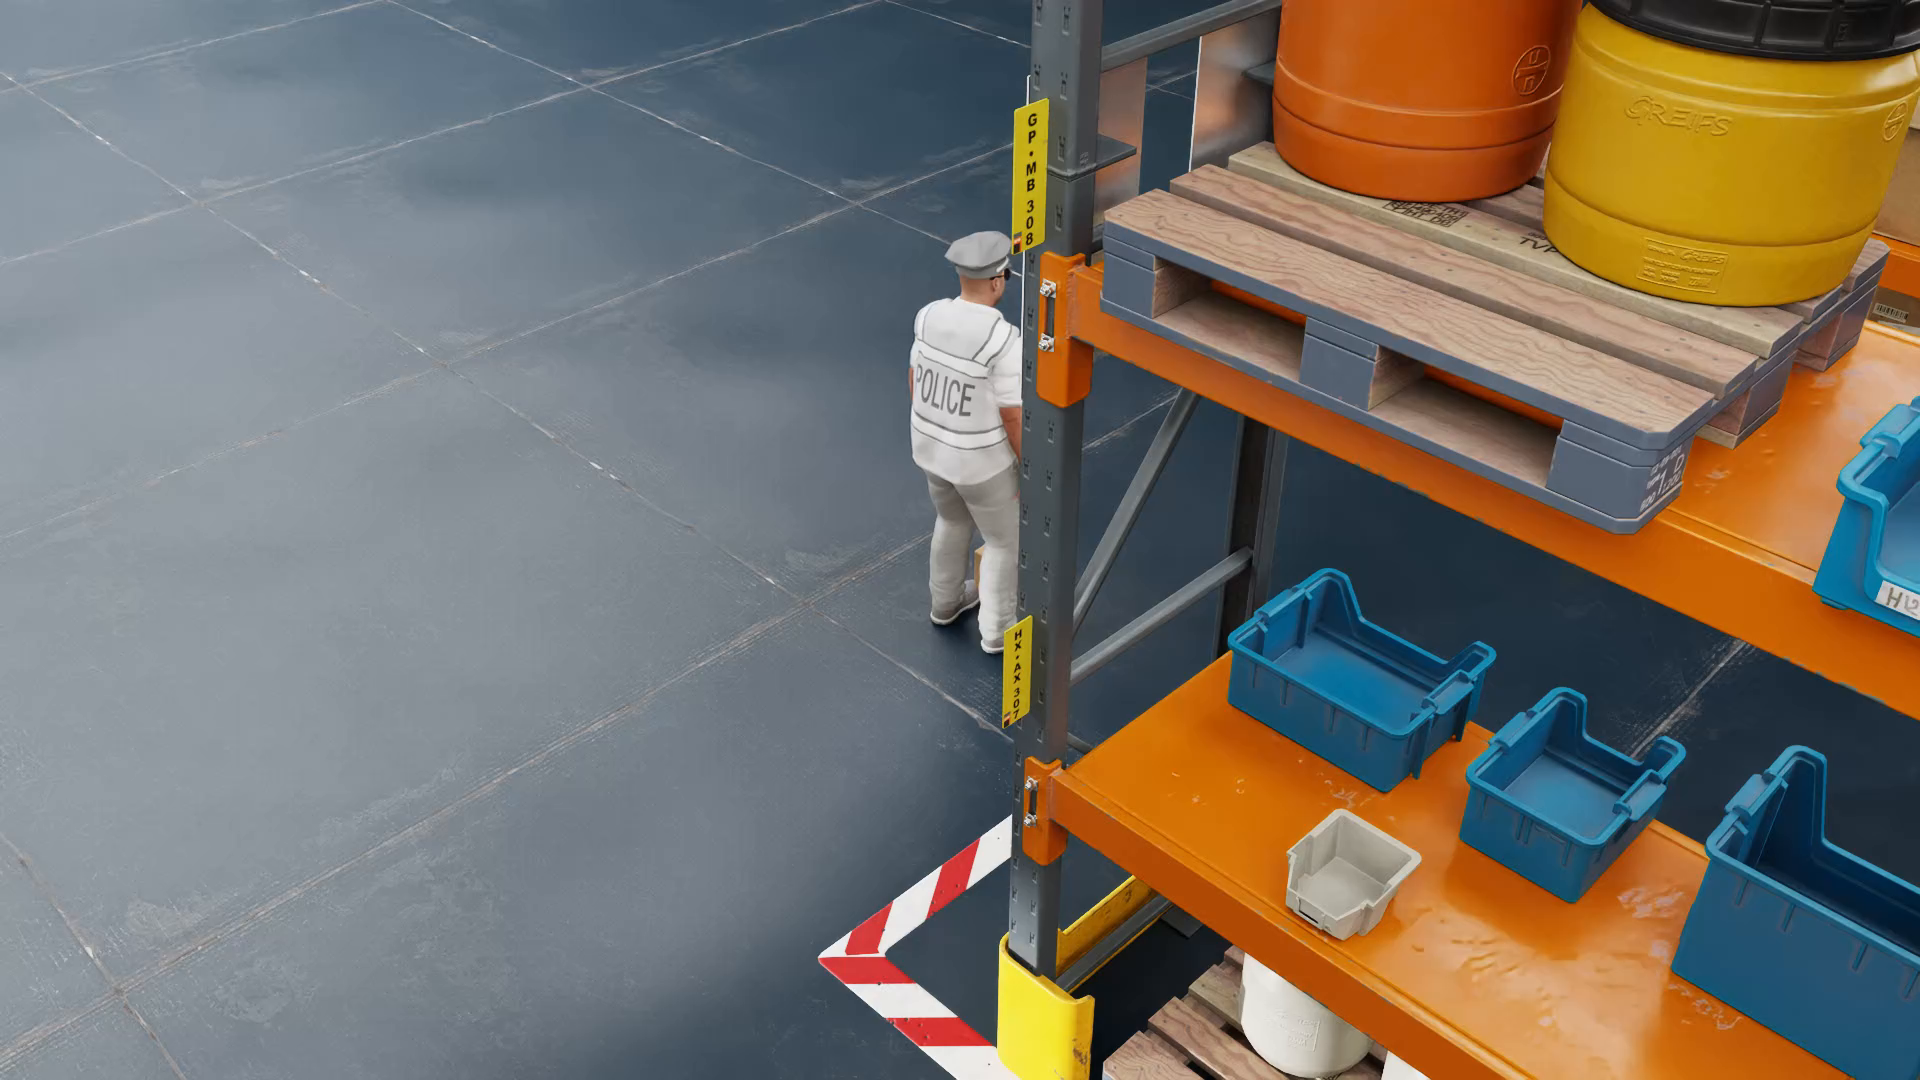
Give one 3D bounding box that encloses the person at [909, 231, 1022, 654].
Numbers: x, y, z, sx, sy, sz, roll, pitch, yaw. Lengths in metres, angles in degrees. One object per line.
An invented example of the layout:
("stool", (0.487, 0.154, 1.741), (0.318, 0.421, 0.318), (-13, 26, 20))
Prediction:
("person", (0.047, -0.354, 6.640), (0.604, 1.749, 0.427), (28, 44, 33))
